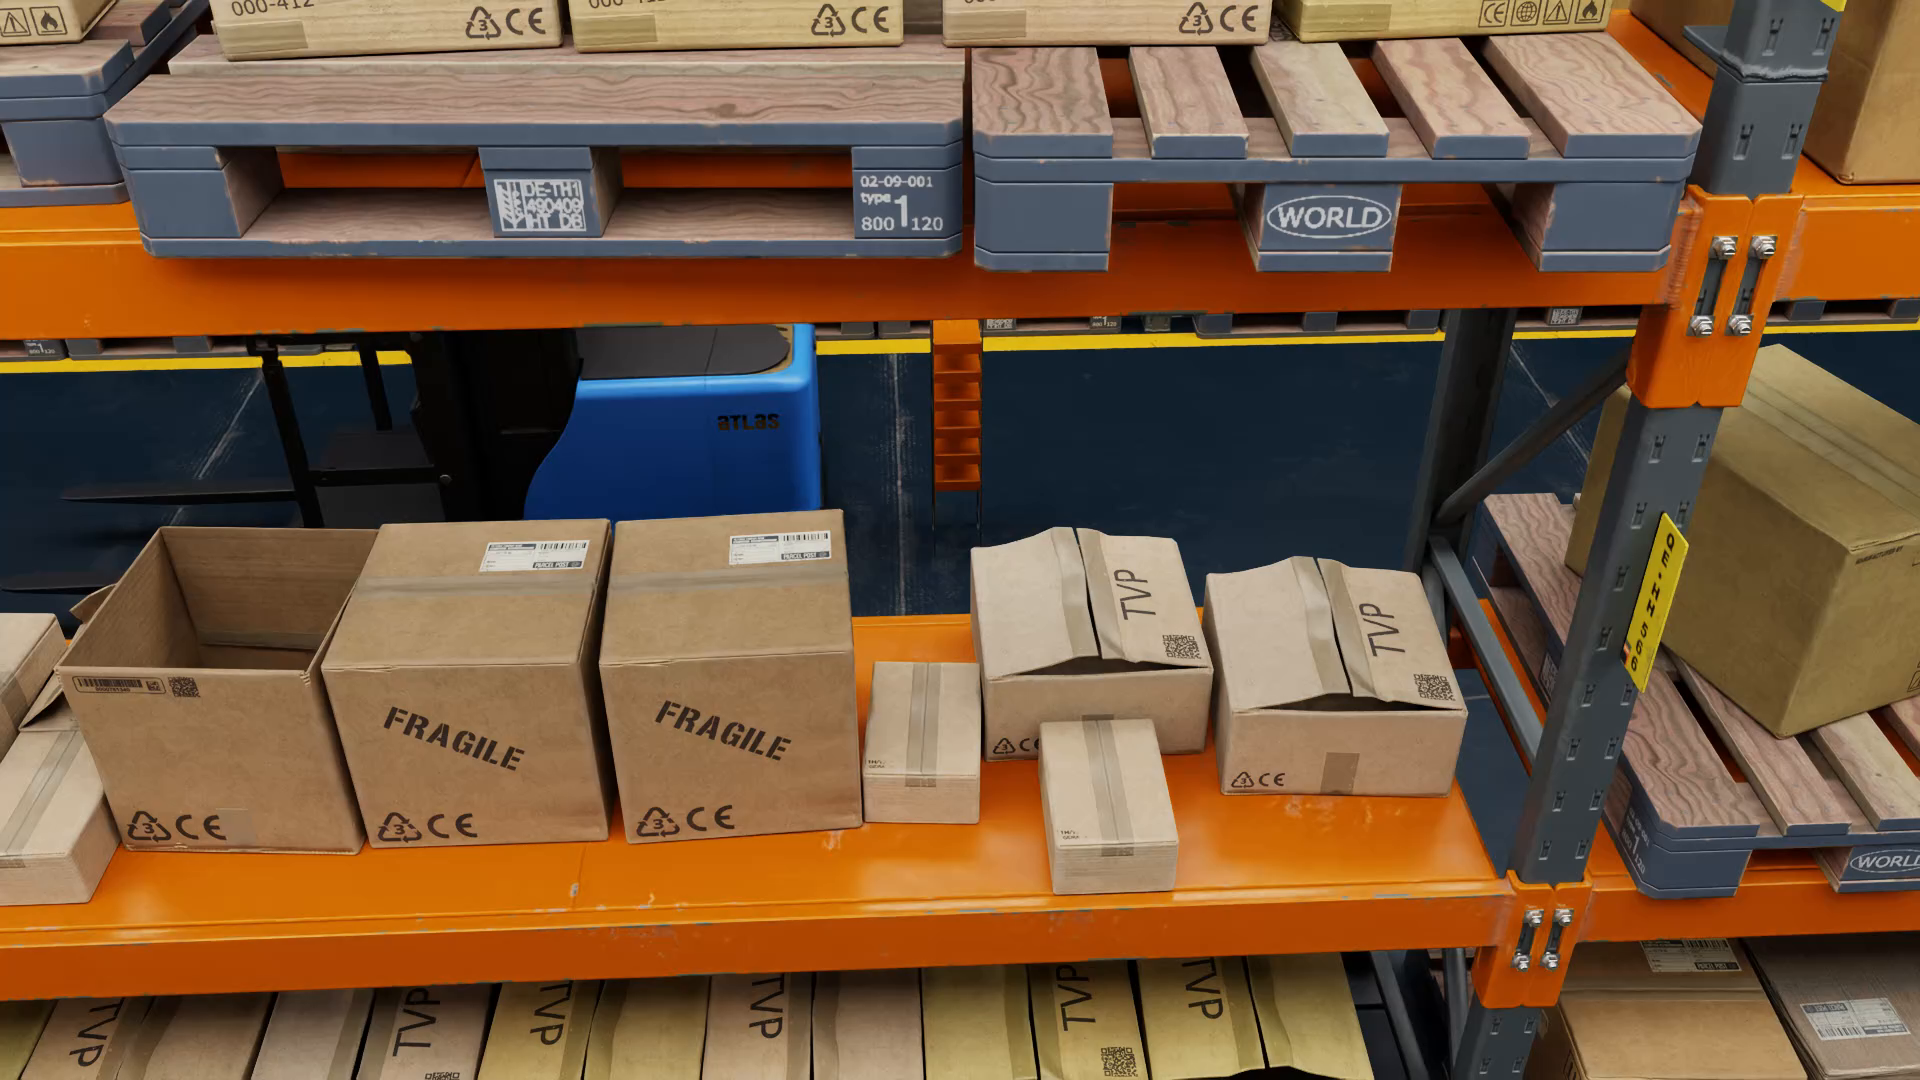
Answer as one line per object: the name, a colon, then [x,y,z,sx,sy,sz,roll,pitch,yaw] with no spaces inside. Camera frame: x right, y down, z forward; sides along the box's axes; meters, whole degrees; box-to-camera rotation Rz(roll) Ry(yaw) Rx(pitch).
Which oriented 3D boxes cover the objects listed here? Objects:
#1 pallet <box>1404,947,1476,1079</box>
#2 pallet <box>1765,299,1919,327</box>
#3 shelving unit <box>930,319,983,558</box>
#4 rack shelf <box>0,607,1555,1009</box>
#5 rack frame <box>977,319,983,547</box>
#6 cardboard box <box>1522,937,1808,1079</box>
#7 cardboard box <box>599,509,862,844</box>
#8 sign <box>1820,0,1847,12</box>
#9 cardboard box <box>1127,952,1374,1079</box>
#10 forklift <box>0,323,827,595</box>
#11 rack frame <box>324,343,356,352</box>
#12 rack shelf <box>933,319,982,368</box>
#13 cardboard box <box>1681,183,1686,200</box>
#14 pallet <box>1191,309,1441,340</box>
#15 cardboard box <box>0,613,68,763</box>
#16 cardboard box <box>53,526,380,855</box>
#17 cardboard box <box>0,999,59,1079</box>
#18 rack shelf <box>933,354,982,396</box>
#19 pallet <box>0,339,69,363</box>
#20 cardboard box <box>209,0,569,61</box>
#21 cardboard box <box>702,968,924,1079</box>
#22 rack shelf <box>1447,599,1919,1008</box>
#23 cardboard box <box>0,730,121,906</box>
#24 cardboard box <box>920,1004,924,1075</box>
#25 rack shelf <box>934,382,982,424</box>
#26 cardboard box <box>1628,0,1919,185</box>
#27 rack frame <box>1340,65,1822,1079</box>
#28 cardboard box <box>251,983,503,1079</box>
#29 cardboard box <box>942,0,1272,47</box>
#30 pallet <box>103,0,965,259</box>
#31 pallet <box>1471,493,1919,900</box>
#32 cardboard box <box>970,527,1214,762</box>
pallet: [1.940,1.423,4.508,1.213,0.211,1.003,-2,35,-2]
pallet: [4.183,-1.438,8.643,1.213,0.211,1.003,-2,35,-2]
shelving unit: [-0.014,-0.493,6.408,0.189,1.200,0.258,-2,35,-2]
rack shelf: [-0.805,0.625,3.844,4.000,0.370,1.077,-2,35,-2]
rack frame: [0.077,-0.495,6.412,0.006,1.200,0.240,-2,35,-2]
cardboard box: [1.661,1.272,4.086,0.500,0.500,0.500,0,35,0]
cardboard box: [-0.483,0.288,3.610,0.500,0.500,0.500,-3,35,-5]
sign: [1.211,-0.888,2.237,0.005,0.325,0.100,-2,35,-2]
cardboard box: [0.681,1.156,3.998,0.500,0.311,0.500,-1,35,-1]
forklift: [-2.043,-1.094,5.756,3.031,2.935,1.130,-2,35,-3]
rack frame: [-3.041,-2.433,7.630,0.127,3.000,1.000,-2,35,-2]
rack shelf: [-0.014,-0.752,6.228,0.180,0.103,0.258,-2,35,-2]
cardboard box: [3.419,-1.820,8.264,0.750,0.750,0.750,-1,35,-1]
pallet: [1.745,-1.373,8.548,1.213,0.211,1.003,-2,35,-2]
cardboard box: [-2.313,0.406,3.659,0.500,0.250,0.500,1,35,1]
cardboard box: [-1.509,0.316,3.570,0.500,0.500,0.500,1,35,1]
cardboard box: [-2.378,1.241,3.876,0.500,0.311,0.500,-1,35,-2]
rack shelf: [-0.014,-0.654,6.297,0.180,0.103,0.258,-2,35,-2]
pallet: [-4.932,-1.214,8.318,1.213,0.211,1.003,-2,35,-2]
cardboard box: [-0.890,-0.978,2.655,0.500,0.250,0.500,-4,35,-6]
cardboard box: [-0.342,1.186,3.955,0.500,0.311,0.500,-2,35,-3]
rack shelf: [3.190,0.517,3.999,4.000,0.370,1.077,-2,35,-2]
cardboard box: [-1.908,0.578,3.499,0.250,0.149,0.380,-2,35,-2]
cardboard box: [-0.339,1.413,4.119,0.500,0.250,0.500,-1,35,-1]
rack shelf: [-0.014,-0.555,6.365,0.180,0.103,0.258,-2,35,-2]
cardboard box: [1.627,-1.031,2.879,0.500,0.500,0.910,-2,35,-2]
rack frame: [1.193,0.275,3.717,0.127,3.000,1.000,-2,35,-2]
cardboard box: [-1.361,1.215,3.912,0.500,0.311,0.500,-3,35,-4]
cardboard box: [0.219,-1.001,2.687,0.500,0.250,0.500,-1,35,-1]
pallet: [-0.598,-0.780,2.771,1.213,0.211,1.003,0,35,0]
pallet: [1.866,0.296,3.856,1.003,0.211,1.213,-2,35,-2]
cardboard box: [0.290,0.226,3.866,0.500,0.311,0.500,-2,35,-3]
